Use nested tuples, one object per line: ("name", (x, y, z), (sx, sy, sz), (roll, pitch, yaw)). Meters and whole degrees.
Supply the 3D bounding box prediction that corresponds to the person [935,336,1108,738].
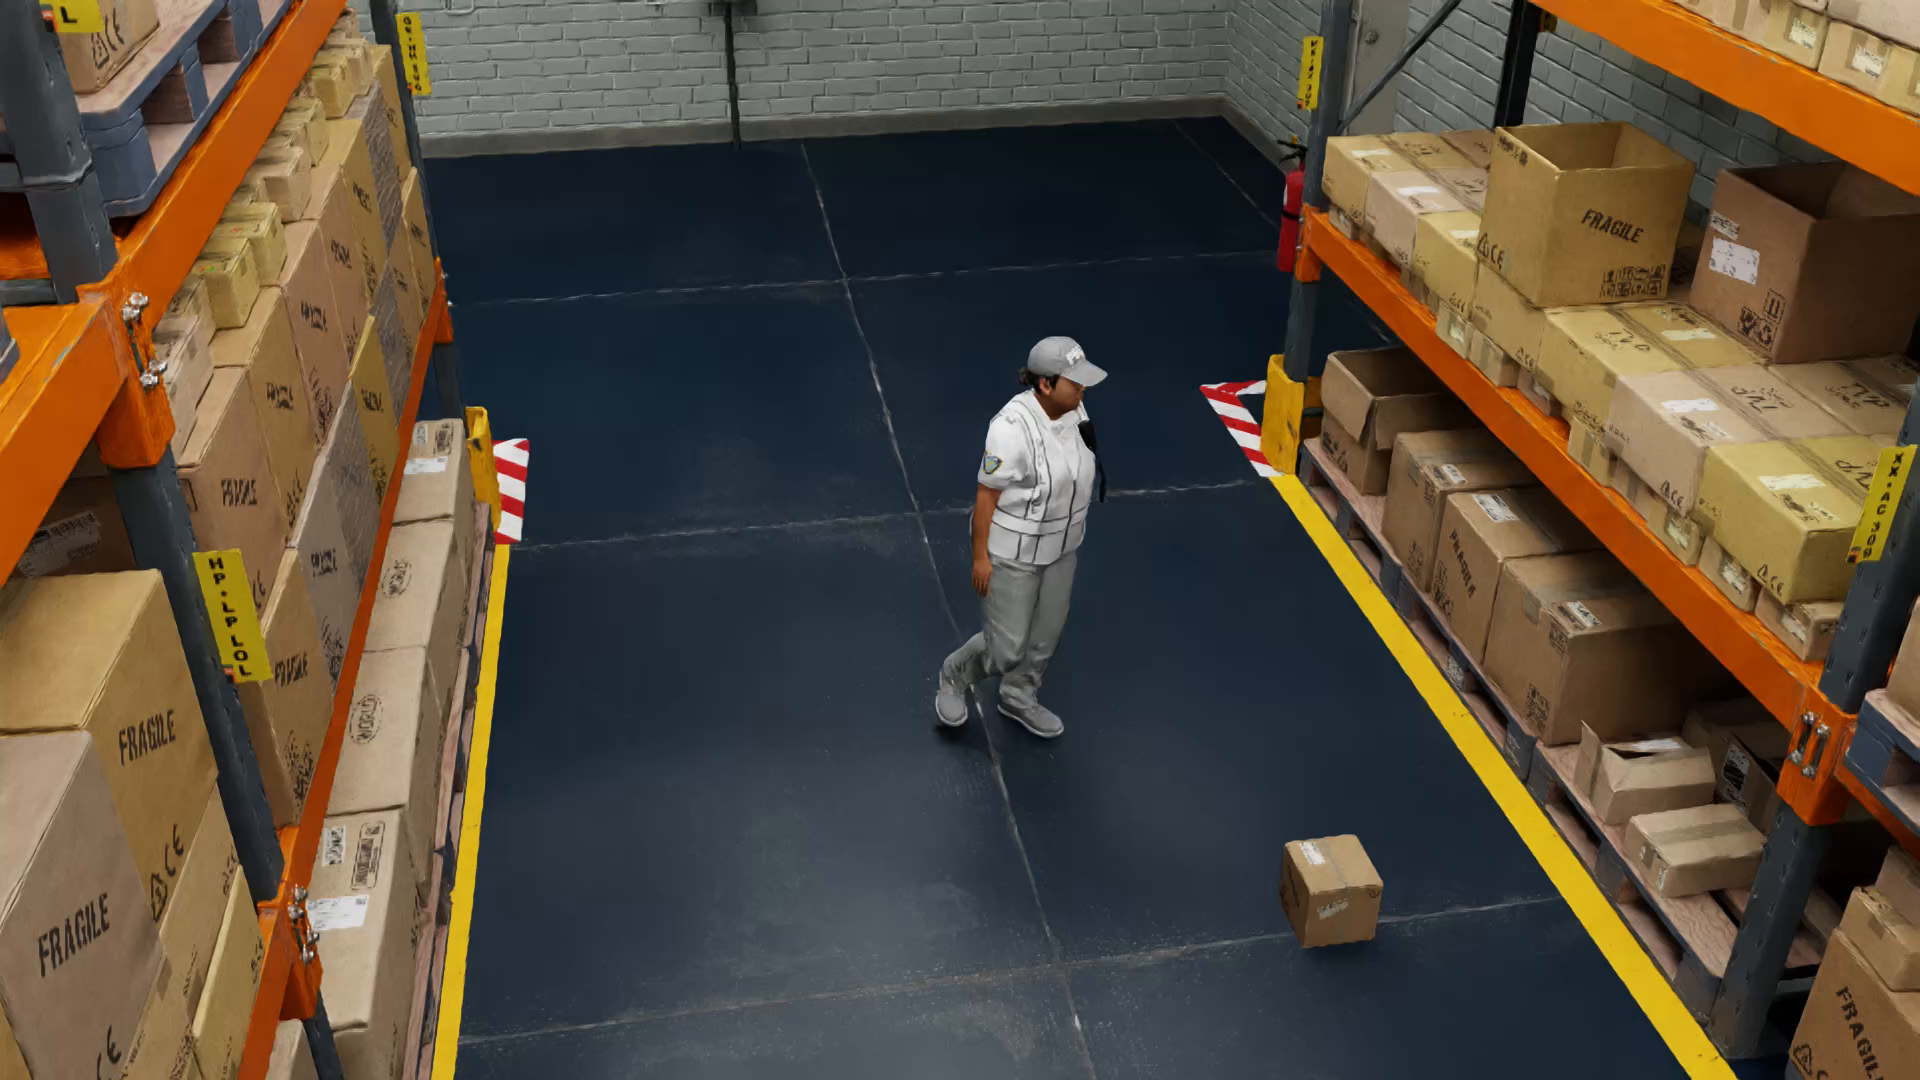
("person", (0.208, 0.005, 6.124), (0.576, 1.655, 0.556), (27, 40, 37))
